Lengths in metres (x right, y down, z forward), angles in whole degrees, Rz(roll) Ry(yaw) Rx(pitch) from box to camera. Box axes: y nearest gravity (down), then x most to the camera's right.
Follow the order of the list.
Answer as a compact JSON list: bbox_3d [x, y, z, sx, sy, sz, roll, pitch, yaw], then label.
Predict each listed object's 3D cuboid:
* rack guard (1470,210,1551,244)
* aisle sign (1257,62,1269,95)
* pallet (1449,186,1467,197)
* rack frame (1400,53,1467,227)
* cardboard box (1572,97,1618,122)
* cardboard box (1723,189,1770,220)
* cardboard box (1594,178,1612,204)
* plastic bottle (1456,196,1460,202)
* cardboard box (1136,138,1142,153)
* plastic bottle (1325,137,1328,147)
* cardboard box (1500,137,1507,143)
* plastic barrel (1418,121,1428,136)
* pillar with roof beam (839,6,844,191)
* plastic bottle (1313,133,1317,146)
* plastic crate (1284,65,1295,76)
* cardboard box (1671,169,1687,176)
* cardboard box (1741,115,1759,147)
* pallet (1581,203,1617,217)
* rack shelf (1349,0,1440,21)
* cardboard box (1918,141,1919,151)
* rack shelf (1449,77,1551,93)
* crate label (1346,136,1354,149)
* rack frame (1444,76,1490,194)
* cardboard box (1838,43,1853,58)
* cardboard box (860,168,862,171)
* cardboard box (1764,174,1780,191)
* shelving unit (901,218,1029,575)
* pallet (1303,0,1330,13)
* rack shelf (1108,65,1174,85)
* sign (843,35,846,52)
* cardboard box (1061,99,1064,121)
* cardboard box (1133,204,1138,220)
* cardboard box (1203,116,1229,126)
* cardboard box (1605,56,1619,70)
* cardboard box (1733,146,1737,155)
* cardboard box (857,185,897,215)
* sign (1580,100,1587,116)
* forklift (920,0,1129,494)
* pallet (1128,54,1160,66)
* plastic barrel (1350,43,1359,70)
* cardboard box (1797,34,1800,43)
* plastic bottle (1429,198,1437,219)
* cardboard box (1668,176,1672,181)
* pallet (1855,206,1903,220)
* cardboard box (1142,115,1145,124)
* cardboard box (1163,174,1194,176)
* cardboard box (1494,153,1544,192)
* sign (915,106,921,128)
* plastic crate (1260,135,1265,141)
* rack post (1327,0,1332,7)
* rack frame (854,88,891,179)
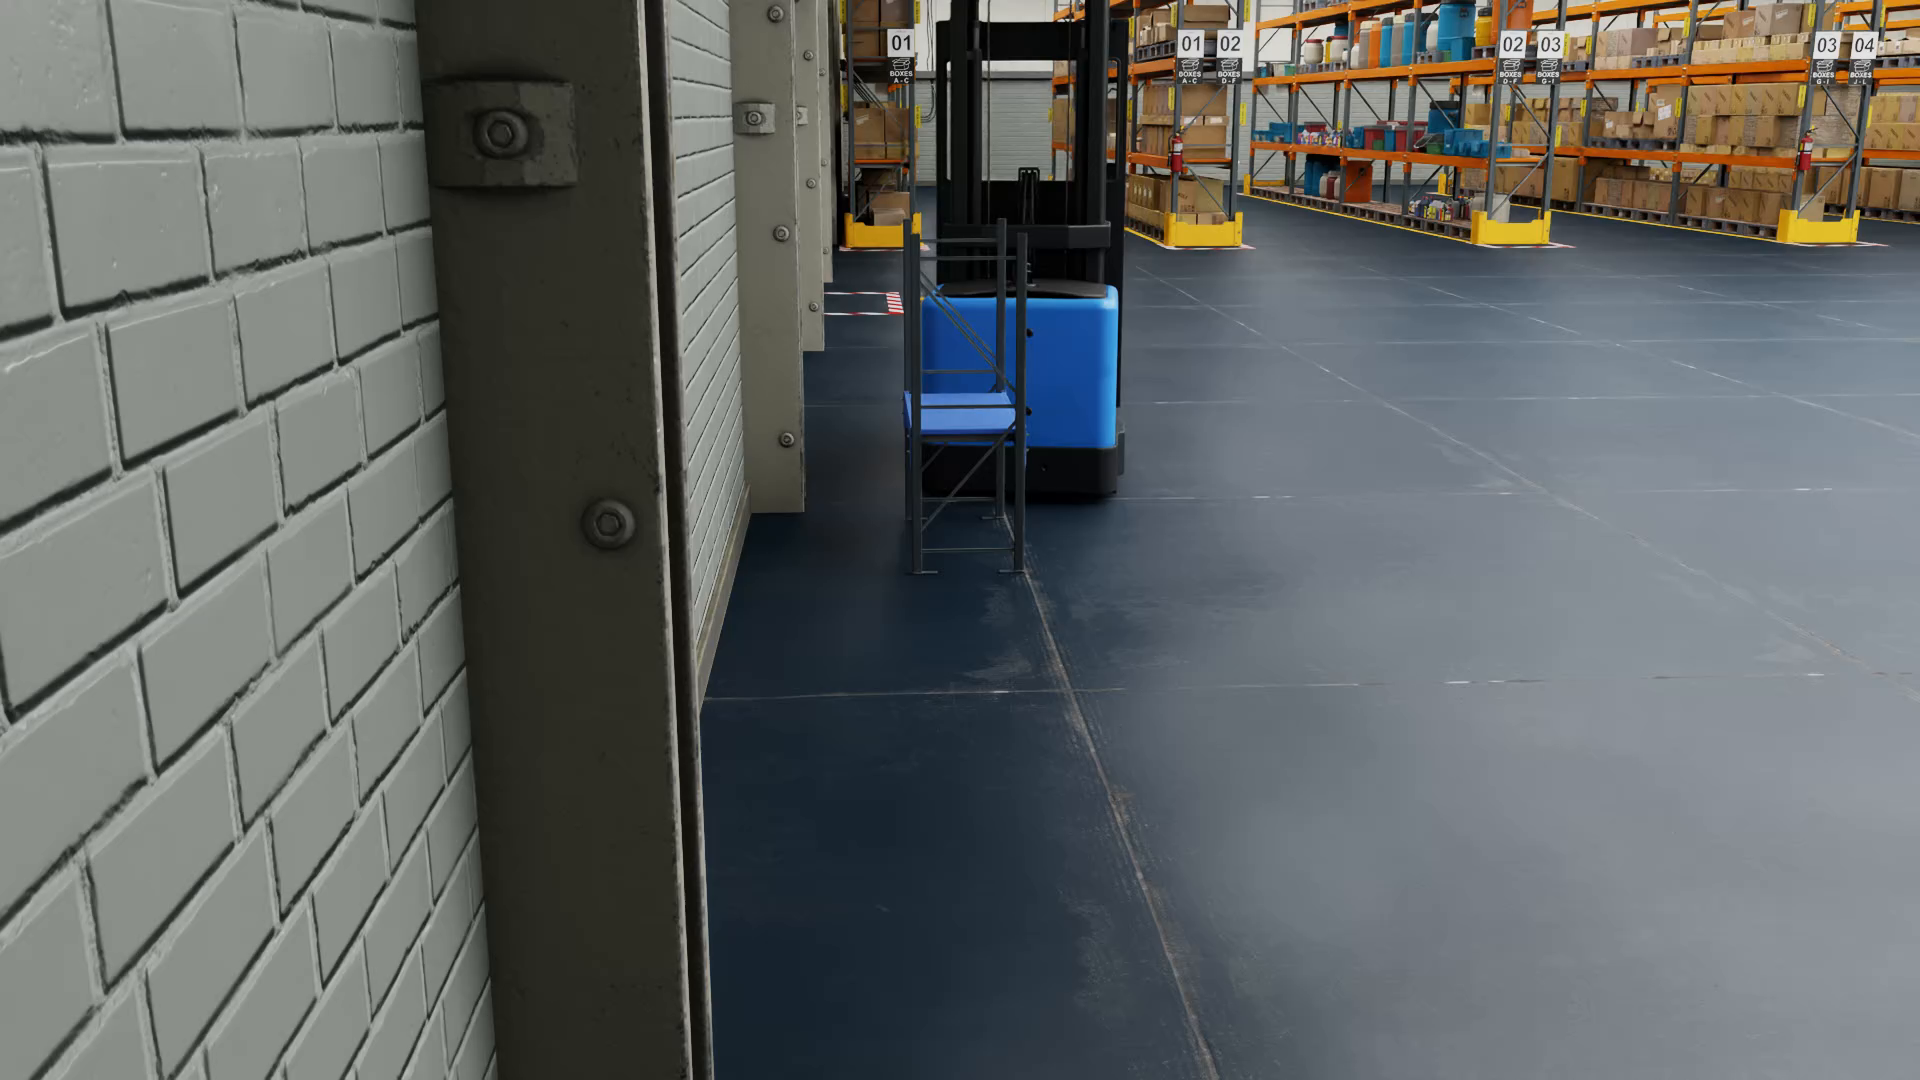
[{"bbox_3d":[8.655,-4.920,26.145,1.175,0.500,0.348,-1,14,-3],"label":"rack guard"},{"bbox_3d":[7.415,-11.364,40.957,0.394,0.787,0.004,-1,14,-3],"label":"aisle sign"},{"bbox_3d":[12.787,-8.620,41.105,1.003,0.211,1.213,-1,14,-3],"label":"pallet"},{"bbox_3d":[8.459,-7.107,29.630,1.000,3.000,0.127,-1,14,-3],"label":"rack frame"},{"bbox_3d":[13.126,-8.895,34.363,0.797,0.503,0.637,0,14,-2],"label":"cardboard box"},{"bbox_3d":[13.547,-5.781,28.648,0.500,0.500,0.500,-2,15,-8],"label":"cardboard box"},{"bbox_3d":[13.216,-7.015,33.403,0.700,0.500,0.500,-2,15,-6],"label":"cardboard box"},{"bbox_3d":[8.787,-5.882,29.300,0.144,0.351,0.185,-1,14,-5],"label":"plastic bottle"},{"bbox_3d":[3.441,-7.081,29.828,0.500,0.250,0.500,0,14,0],"label":"cardboard box"},{"bbox_3d":[7.715,-8.356,34.880,0.097,0.201,0.097,0,14,0],"label":"plastic bottle"},{"bbox_3d":[12.561,-9.122,37.966,0.380,0.149,0.250,-1,14,-3],"label":"cardboard box"},{"bbox_3d":[8.619,-7.414,30.551,0.433,0.535,0.433,0,14,0],"label":"plastic barrel"},{"bbox_3d":[1.094,-13.569,42.703,9.100,9.000,0.400,-1,14,-3],"label":"pillar with roof beam"},{"bbox_3d":[7.684,-8.628,35.788,0.152,0.276,0.135,-1,14,-3],"label":"plastic bottle"},{"bbox_3d":[7.589,-10.690,37.870,0.416,0.233,0.300,-1,14,-3],"label":"plastic crate"},{"bbox_3d":[17.411,-8.868,40.157,0.380,0.149,0.250,-1,14,-3],"label":"cardboard box"},{"bbox_3d":[13.505,-6.766,27.506,0.875,0.500,0.500,-1,14,-3],"label":"cardboard box"},{"bbox_3d":[13.202,-6.634,33.385,1.003,0.211,1.213,-1,14,-3],"label":"pallet"},{"bbox_3d":[8.335,-9.968,30.955,1.077,0.370,4.000,-1,14,-3],"label":"rack shelf"},{"bbox_3d":[18.060,-7.409,30.603,0.500,0.500,0.500,-1,14,-4],"label":"cardboard box"},{"bbox_3d":[12.783,-10.775,39.309,1.077,0.370,4.000,-1,14,-3],"label":"rack shelf"},{"bbox_3d":[7.863,-7.910,33.087,0.303,0.233,0.416,-1,14,-3],"label":"crate label"},{"bbox_3d":[12.659,-10.168,41.526,1.000,3.000,0.127,-1,14,-3],"label":"rack frame"},{"bbox_3d":[13.879,-7.693,26.186,0.500,0.250,0.500,0,14,-2],"label":"cardboard box"},{"bbox_3d":[-2.058,-8.399,37.523,0.380,0.149,0.250,-1,14,-4],"label":"cardboard box"},{"bbox_3d":[17.732,-7.643,35.885,0.500,0.500,0.500,-2,15,-6],"label":"cardboard box"},{"bbox_3d":[0.005,-0.705,7.757,0.538,1.500,1.048,-1,14,-3],"label":"shelving unit"},{"bbox_3d":[8.045,-11.512,35.890,1.003,0.211,1.213,-1,14,-3],"label":"pallet"},{"bbox_3d":[3.391,-8.633,30.985,1.077,0.370,4.000,-1,14,-3],"label":"rack shelf"},{"bbox_3d":[-2.231,-9.684,32.428,0.100,0.325,0.005,-1,14,-3],"label":"sign"},{"bbox_3d":[2.634,-10.054,38.874,0.500,0.500,0.500,-1,14,-4],"label":"cardboard box"},{"bbox_3d":[3.267,-5.659,28.676,0.500,0.250,0.500,-1,14,-3],"label":"cardboard box"},{"bbox_3d":[3.954,-6.500,25.769,0.380,0.149,0.250,-1,14,-4],"label":"cardboard box"},{"bbox_3d":[12.961,-9.310,32.472,0.500,0.250,0.500,-1,14,-2],"label":"cardboard box"},{"bbox_3d":[13.283,-6.570,28.044,0.380,0.149,0.250,-1,14,-3],"label":"cardboard box"},{"bbox_3d":[-1.491,-6.140,30.002,0.700,0.500,0.500,0,14,-2],"label":"cardboard box"},{"bbox_3d":[12.601,-8.730,33.612,0.100,0.325,0.005,-1,14,-3],"label":"sign"},{"bbox_3d":[0.429,-1.977,9.827,1.130,2.935,3.031,1,14,5],"label":"forklift"},{"bbox_3d":[3.448,-8.611,29.838,0.805,0.209,1.217,-1,15,-6],"label":"pallet"},{"bbox_3d":[7.925,-9.527,32.790,0.421,0.512,0.421,0,14,0],"label":"plastic barrel"},{"bbox_3d":[13.423,-7.893,26.164,0.380,0.149,0.250,-1,14,-5],"label":"cardboard box"},{"bbox_3d":[8.133,-5.678,28.506,0.144,0.351,0.185,-1,14,-4],"label":"plastic bottle"},{"bbox_3d":[17.475,-8.794,40.465,0.380,0.149,0.250,-2,15,-6],"label":"cardboard box"},{"bbox_3d":[18.158,-6.380,32.398,1.003,0.211,1.213,-1,14,-3],"label":"pallet"},{"bbox_3d":[3.354,-7.262,28.729,0.380,0.149,0.250,-1,14,-3],"label":"cardboard box"},{"bbox_3d":[3.781,-6.030,28.614,0.500,0.500,0.500,-1,14,-3],"label":"cardboard box"},{"bbox_3d":[12.946,-8.513,38.515,0.875,0.875,0.875,-1,14,-3],"label":"cardboard box"},{"bbox_3d":[-0.639,-6.387,25.094,0.100,0.325,0.005,-1,14,-3],"label":"sign"},{"bbox_3d":[7.382,-9.677,40.025,0.250,0.136,0.298,-1,14,-3],"label":"plastic crate"},{"bbox_3d":[8.216,-11.259,34.728,0.937,0.300,0.954,1,14,3],"label":"rack post"},{"bbox_3d":[-2.172,-9.939,40.634,1.000,3.000,0.127,-1,14,-3],"label":"rack frame"}]
